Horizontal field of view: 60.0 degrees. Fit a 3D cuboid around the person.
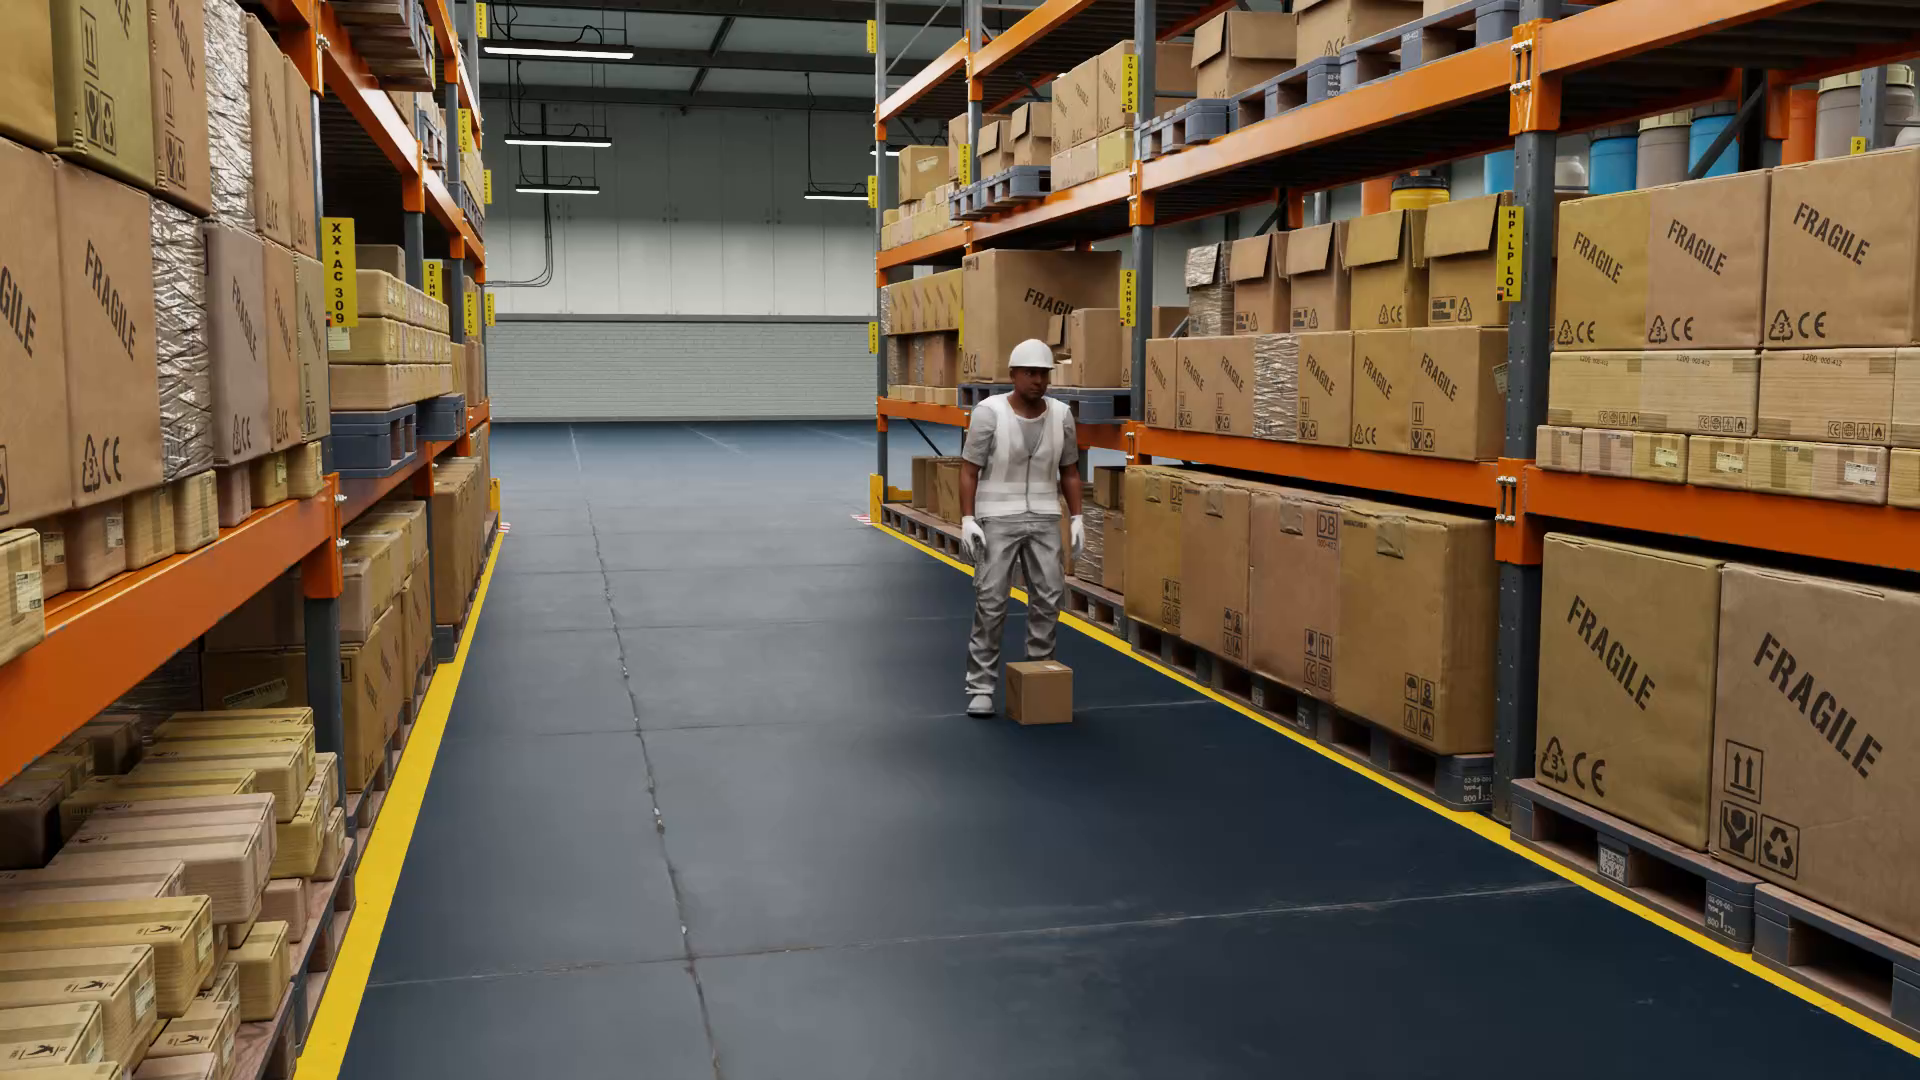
[{"bbox_3d":[0.298,-0.064,7.945,0.631,1.776,0.443,-2,6,-16],"label":"person"}]
